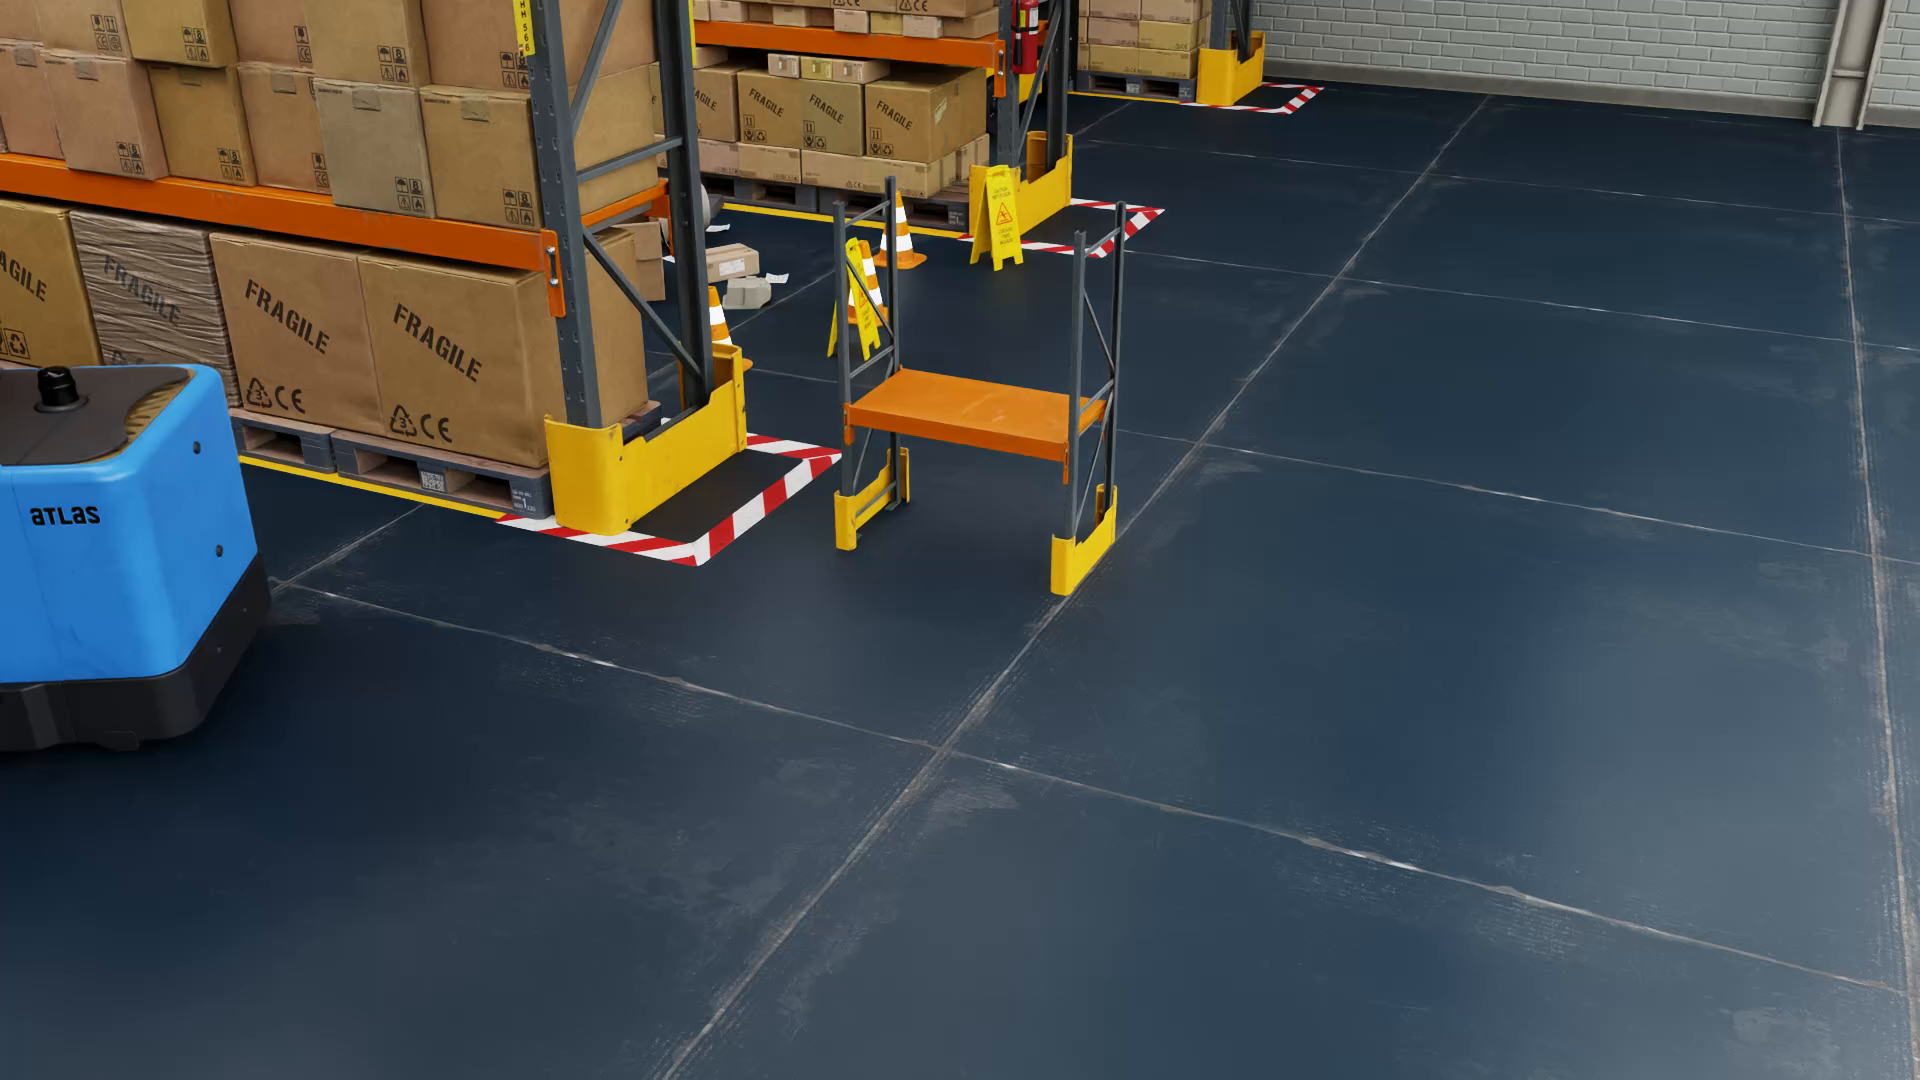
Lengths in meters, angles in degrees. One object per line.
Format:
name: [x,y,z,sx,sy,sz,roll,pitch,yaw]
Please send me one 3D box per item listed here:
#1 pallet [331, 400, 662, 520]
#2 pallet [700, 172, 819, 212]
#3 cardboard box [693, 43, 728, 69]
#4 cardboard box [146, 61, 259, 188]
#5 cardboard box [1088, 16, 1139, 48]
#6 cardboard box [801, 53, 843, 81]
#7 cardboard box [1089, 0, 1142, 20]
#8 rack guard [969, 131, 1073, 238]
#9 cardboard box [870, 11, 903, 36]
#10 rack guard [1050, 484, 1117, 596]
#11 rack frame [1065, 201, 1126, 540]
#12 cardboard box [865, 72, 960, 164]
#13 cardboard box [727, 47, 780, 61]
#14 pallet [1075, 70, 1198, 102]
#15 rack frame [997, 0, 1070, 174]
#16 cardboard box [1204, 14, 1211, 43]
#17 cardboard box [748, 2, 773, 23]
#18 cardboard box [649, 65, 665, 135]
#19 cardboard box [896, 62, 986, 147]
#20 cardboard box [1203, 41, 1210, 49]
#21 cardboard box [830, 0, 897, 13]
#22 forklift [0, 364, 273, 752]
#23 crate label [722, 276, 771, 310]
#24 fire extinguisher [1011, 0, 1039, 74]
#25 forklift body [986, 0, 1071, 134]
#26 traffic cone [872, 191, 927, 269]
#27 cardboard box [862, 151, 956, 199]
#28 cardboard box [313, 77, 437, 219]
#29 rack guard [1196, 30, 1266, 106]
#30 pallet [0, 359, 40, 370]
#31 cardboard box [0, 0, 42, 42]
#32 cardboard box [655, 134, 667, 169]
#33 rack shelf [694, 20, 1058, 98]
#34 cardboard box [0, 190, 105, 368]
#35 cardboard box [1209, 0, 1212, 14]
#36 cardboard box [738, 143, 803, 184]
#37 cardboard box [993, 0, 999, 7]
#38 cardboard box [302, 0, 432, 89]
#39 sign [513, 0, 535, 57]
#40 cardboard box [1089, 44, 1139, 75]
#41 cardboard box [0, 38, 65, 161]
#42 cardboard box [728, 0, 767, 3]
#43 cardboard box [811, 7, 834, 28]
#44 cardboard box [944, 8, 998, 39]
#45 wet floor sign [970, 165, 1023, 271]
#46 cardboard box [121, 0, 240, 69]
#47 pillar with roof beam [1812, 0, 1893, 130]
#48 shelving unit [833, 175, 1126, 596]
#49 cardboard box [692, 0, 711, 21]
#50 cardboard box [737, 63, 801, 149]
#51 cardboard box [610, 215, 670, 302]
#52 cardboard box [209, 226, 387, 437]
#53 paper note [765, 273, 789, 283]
pallet: [-2.207,-0.488,8.003,1.213,0.211,1.003,11,28,22]
pallet: [-1.390,-2.783,12.663,1.213,0.211,1.003,11,28,22]
cardboard box: [-1.902,-3.542,12.103,0.250,0.149,0.380,13,29,25]
cardboard box: [-3.270,-2.066,7.881,0.500,0.550,0.875,11,28,22]
cardboard box: [1.537,-4.868,15.814,0.500,0.250,0.500,11,28,21]
cardboard box: [-0.916,-3.345,11.701,0.250,0.149,0.380,12,29,23]
cardboard box: [1.546,-5.083,15.684,0.500,0.250,0.500,12,29,23]
rack guard: [0.441,-2.526,11.814,0.348,0.500,1.175,11,28,22]
cardboard box: [-0.420,-3.560,11.370,0.250,0.149,0.380,11,28,21]
rack guard: [0.523,-0.007,6.982,0.087,0.250,0.587,11,28,22]
rack frame: [0.540,-0.564,6.698,0.032,1.500,0.500,11,28,22]
cardboard box: [-0.327,-2.966,11.667,0.500,0.500,0.500,12,28,22]
cardboard box: [-1.553,-3.470,12.692,0.500,0.500,0.500,13,29,24]
pallet: [1.848,-4.502,16.155,1.213,0.211,1.003,11,28,22]
rack frame: [0.510,-3.633,11.234,0.127,3.000,1.000,11,28,22]
cardboard box: [2.220,-4.978,16.037,0.500,0.250,0.500,12,29,23]
cardboard box: [-1.302,-3.790,11.837,0.250,0.149,0.380,11,28,22]
cardboard box: [-2.213,-3.346,12.439,0.500,0.500,0.500,13,29,24]
cardboard box: [-0.131,-3.187,12.116,0.500,0.500,0.500,10,28,20]
cardboard box: [2.195,-4.753,16.146,0.500,0.250,0.500,11,28,22]
cardboard box: [-0.552,-3.893,11.312,0.500,0.500,0.500,11,28,22]
forklift: [-4.186,-0.748,5.451,3.031,2.935,1.130,-2,26,-4]
crate label: [-1.306,-1.519,10.181,0.298,0.136,0.250,-2,26,-5]
fire extinguisher: [0.424,-3.392,10.832,0.183,0.674,0.296,11,28,22]
forklift body: [0.080,-4.862,14.691,1.214,2.155,2.313,11,28,22]
traffic cone: [-0.415,-2.055,10.900,0.334,0.463,0.336,11,28,22]
cardboard box: [-0.359,-2.632,11.838,0.500,0.250,0.500,11,28,22]
cardboard box: [-2.313,-1.833,7.408,0.550,0.550,0.875,11,28,22]
rack guard: [2.584,-4.504,15.832,0.348,0.500,1.175,11,28,22]
pallet: [-4.428,-0.934,8.909,1.213,0.211,1.003,11,28,22]
cardboard box: [-4.217,-2.772,8.093,0.550,0.550,0.875,11,28,22]
cardboard box: [-2.215,-3.010,12.605,0.500,0.250,0.500,13,29,25]
rack shelf: [-1.310,-3.676,12.135,4.000,0.370,1.077,11,28,22]
cardboard box: [-4.544,-1.448,8.725,0.875,0.875,0.875,12,29,23]
cardboard box: [2.202,-5.197,15.916,0.500,0.250,0.500,11,28,21]
cardboard box: [-1.284,-2.819,12.217,0.500,0.250,0.500,10,28,20]
cardboard box: [0.194,-4.010,11.548,0.500,0.500,0.500,11,28,21]
cardboard box: [-2.307,-2.323,7.180,0.550,0.550,0.875,11,28,22]
sign: [-1.684,-2.035,6.407,0.005,0.325,0.100,11,28,22]
cardboard box: [1.554,-4.638,15.912,0.500,0.250,0.500,11,28,22]
cardboard box: [-4.237,-2.269,8.293,0.550,0.550,0.875,11,28,22]
cardboard box: [-1.459,-4.087,11.704,0.500,0.500,0.500,12,29,22]
cardboard box: [-0.842,-3.698,11.650,0.250,0.149,0.380,12,29,23]
cardboard box: [0.081,-3.503,11.253,0.250,0.149,0.380,12,29,24]
wet floor sign: [0.240,-2.112,10.809,0.232,0.644,0.267,23,35,39]
cardboard box: [-3.297,-2.525,7.590,0.500,0.550,0.875,11,28,22]
pillar with roof beam: [5.981,-5.983,9.214,0.400,9.000,9.100,11,28,22]
shelving unit: [0.069,-0.659,6.890,1.083,1.500,0.587,11,28,22]
cardboard box: [-1.816,-3.828,11.913,0.250,0.149,0.380,12,28,22]
cardboard box: [-1.260,-3.155,12.051,0.500,0.500,0.500,11,28,21]
cardboard box: [-2.137,-1.816,10.370,0.637,0.503,0.797,-7,27,-14]
cardboard box: [-2.893,-1.117,8.053,0.875,0.875,0.875,11,28,21]
paper note: [-1.174,-1.674,10.615,0.142,0.019,0.148,2,26,4]
